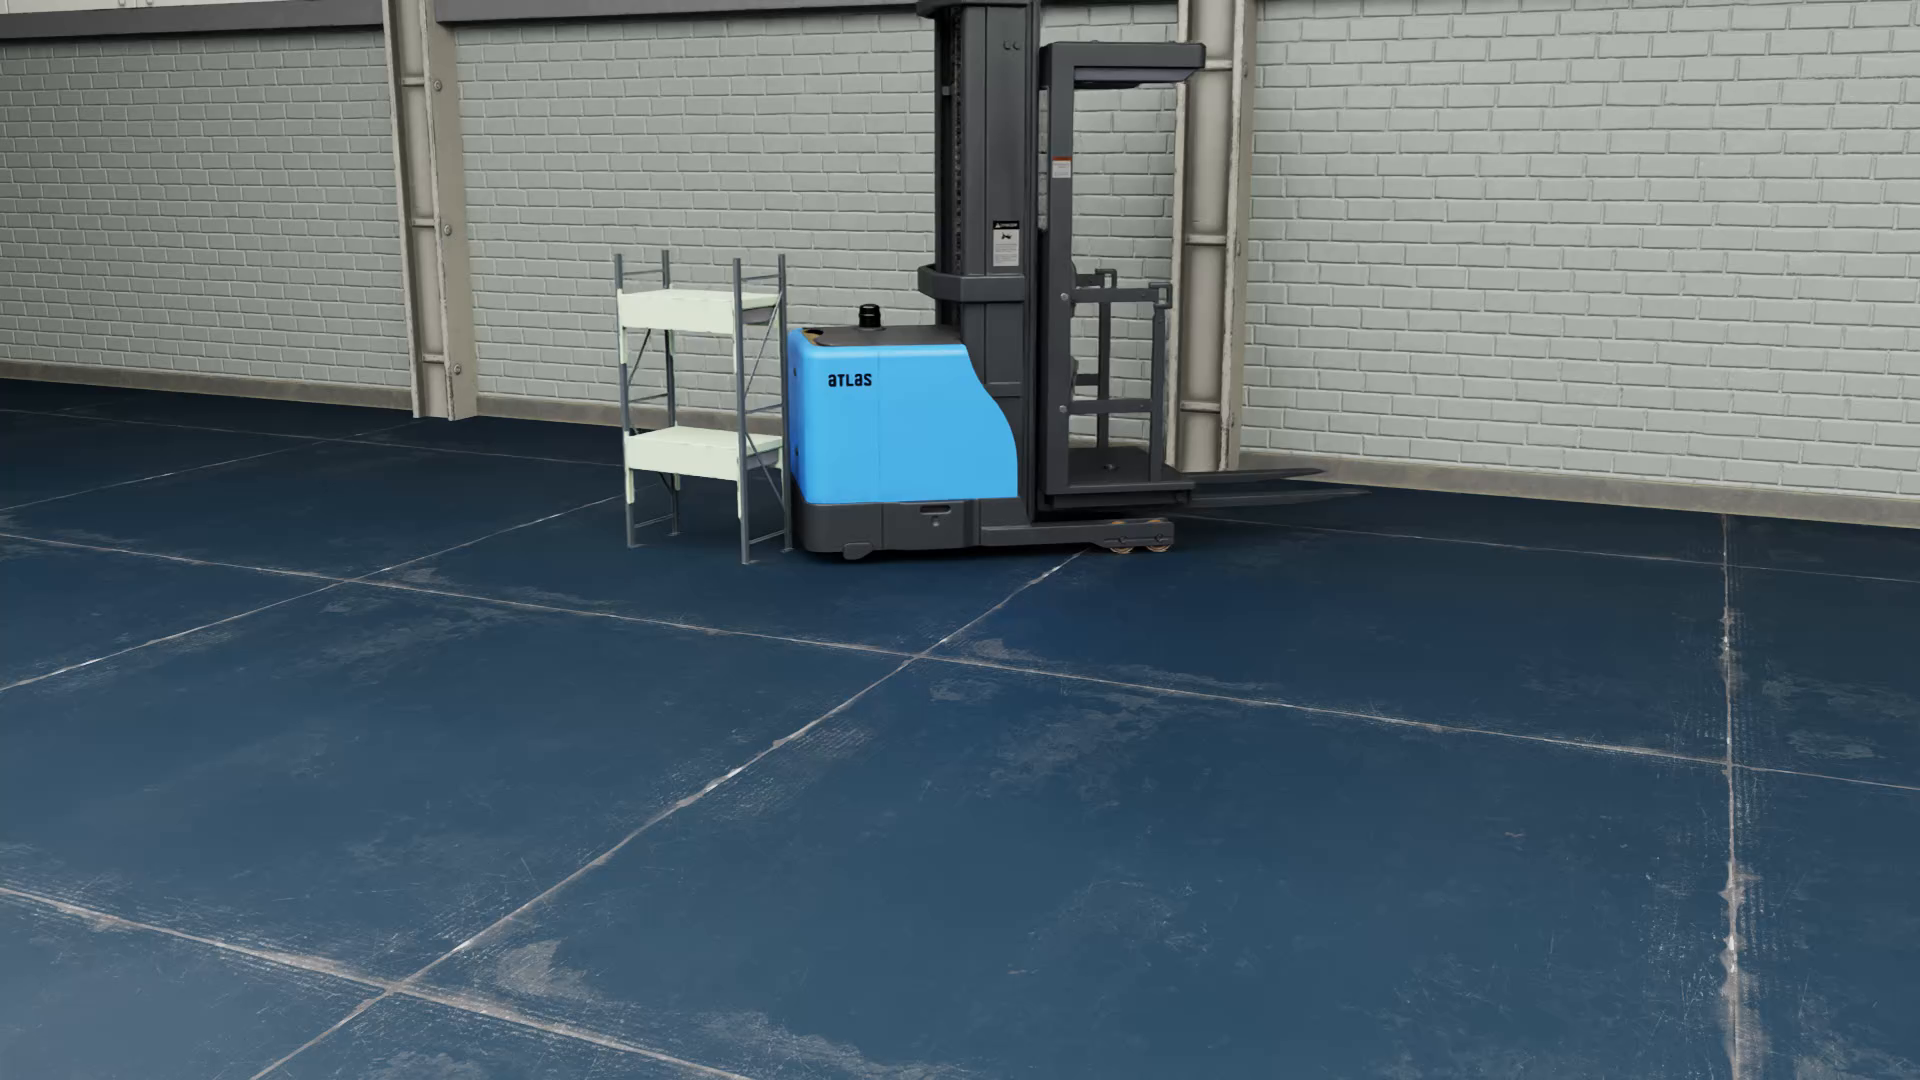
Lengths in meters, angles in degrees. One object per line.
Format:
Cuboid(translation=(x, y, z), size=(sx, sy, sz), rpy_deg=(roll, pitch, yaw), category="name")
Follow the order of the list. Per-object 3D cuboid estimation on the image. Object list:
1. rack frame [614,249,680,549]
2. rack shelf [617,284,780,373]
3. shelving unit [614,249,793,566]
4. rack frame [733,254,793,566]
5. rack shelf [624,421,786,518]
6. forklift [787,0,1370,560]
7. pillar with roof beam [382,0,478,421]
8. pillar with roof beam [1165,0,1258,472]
Cuboid(translation=(-1.606, -0.726, 8.567), size=(0.023, 1.500, 0.400), rpy_deg=(7, 15, 29), category="rack frame")
Cuboid(translation=(-1.288, -1.065, 8.302), size=(0.720, 0.370, 0.431), rpy_deg=(7, 15, 29), category="rack shelf")
Cuboid(translation=(-1.288, -0.685, 8.391), size=(0.755, 1.500, 0.431), rpy_deg=(7, 15, 29), category="shelving unit")
Cuboid(translation=(-0.969, -0.644, 8.215), size=(0.023, 1.500, 0.400), rpy_deg=(7, 15, 29), category="rack frame")
Cuboid(translation=(-1.288, -0.368, 8.465), size=(0.720, 0.370, 0.431), rpy_deg=(7, 15, 29), category="rack shelf")
Cuboid(translation=(0.637, -1.473, 8.614), size=(3.031, 2.935, 1.130), rpy_deg=(-2, 13, -11), category="forklift")
Cuboid(translation=(-5.705, -4.438, 7.971), size=(0.400, 9.000, 9.100), rpy_deg=(6, 14, 23), category="pillar with roof beam")
Cuboid(translation=(-0.219, -3.883, 5.605), size=(0.400, 9.000, 9.100), rpy_deg=(6, 14, 23), category="pillar with roof beam")
